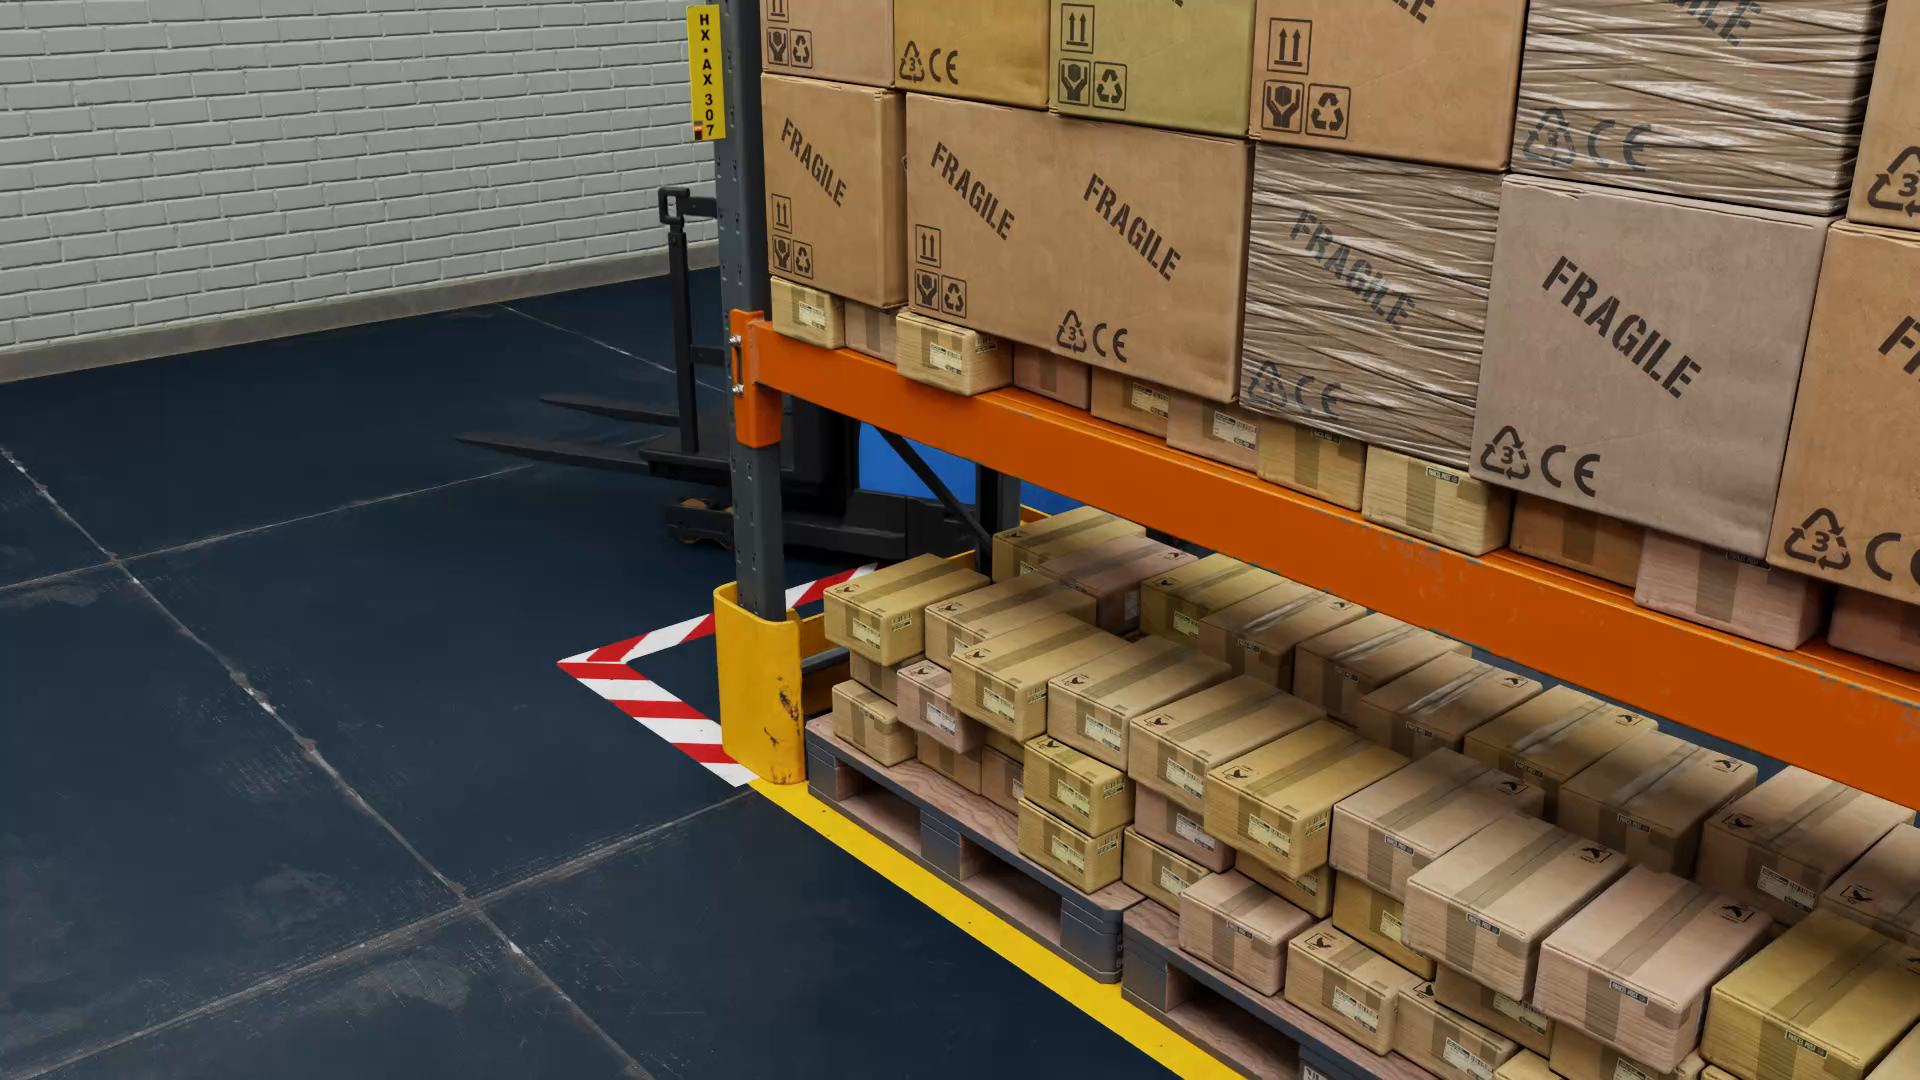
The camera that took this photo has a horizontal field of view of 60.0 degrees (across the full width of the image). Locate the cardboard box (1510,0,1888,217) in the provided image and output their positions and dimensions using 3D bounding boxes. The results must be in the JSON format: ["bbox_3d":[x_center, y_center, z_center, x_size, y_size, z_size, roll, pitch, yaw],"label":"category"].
[{"bbox_3d":[1.211,-0.797,2.489,0.500,0.500,0.500,-17,27,-36],"label":"cardboard box"}]

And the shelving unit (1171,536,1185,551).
[{"bbox_3d":[0.953,-0.403,6.060,0.252,1.050,0.215,10,23,18],"label":"shelving unit"}]

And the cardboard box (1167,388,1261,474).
[{"bbox_3d":[0.643,-0.273,3.411,0.380,0.149,0.250,-18,28,-38],"label":"cardboard box"}]

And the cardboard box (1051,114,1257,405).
[{"bbox_3d":[0.539,-0.614,3.395,0.500,0.500,0.500,-17,27,-37],"label":"cardboard box"}]

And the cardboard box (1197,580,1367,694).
[{"bbox_3d":[0.821,0.253,4.244,0.380,0.149,0.250,-19,28,-39],"label":"cardboard box"}]

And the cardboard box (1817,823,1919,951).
[{"bbox_3d":[1.795,0.701,3.098,0.380,0.149,0.250,-18,28,-39],"label":"cardboard box"}]

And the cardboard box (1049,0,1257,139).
[{"bbox_3d":[0.525,-1.076,3.202,0.500,0.500,0.500,-18,28,-39],"label":"cardboard box"}]

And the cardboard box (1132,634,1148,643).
[{"bbox_3d":[0.678,0.315,4.492,0.380,0.149,0.250,-19,28,-40],"label":"cardboard box"}]

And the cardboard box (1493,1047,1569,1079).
[{"bbox_3d":[1.198,1.025,3.088,0.380,0.149,0.250,-18,27,-38],"label":"cardboard box"}]

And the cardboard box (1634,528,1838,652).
[{"bbox_3d":[1.294,0.021,2.661,0.380,0.149,0.250,-19,28,-40],"label":"cardboard box"}]

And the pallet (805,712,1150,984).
[{"bbox_3d":[0.329,0.653,4.527,1.003,0.211,1.213,-17,27,-37],"label":"pallet"}]

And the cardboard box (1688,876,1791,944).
[{"bbox_3d":[1.638,0.759,3.359,0.380,0.149,0.250,-16,26,-35],"label":"cardboard box"}]

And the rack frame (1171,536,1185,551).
[{"bbox_3d":[0.839,-0.422,6.098,0.008,1.050,0.200,10,23,18],"label":"rack frame"}]

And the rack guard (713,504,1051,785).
[{"bbox_3d":[-0.174,0.286,5.069,1.175,0.500,0.348,-17,27,-37],"label":"rack guard"}]

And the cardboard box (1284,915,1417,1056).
[{"bbox_3d":[0.896,0.878,3.463,0.380,0.149,0.250,-17,27,-37],"label":"cardboard box"}]

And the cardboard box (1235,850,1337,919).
[{"bbox_3d":[0.825,0.648,3.642,0.380,0.149,0.250,-16,26,-35],"label":"cardboard box"}]

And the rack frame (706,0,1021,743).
[{"bbox_3d":[-0.224,-0.899,4.667,1.000,3.000,0.127,-17,27,-37],"label":"rack frame"}]

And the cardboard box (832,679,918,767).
[{"bbox_3d":[-0.124,0.454,4.546,0.380,0.149,0.250,-17,27,-36],"label":"cardboard box"}]

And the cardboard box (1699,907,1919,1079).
[{"bbox_3d":[1.483,0.806,2.831,0.380,0.149,0.250,-16,27,-36],"label":"cardboard box"}]

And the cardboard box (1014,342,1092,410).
[{"bbox_3d":[0.345,-0.428,3.809,0.380,0.149,0.250,-16,26,-35],"label":"cardboard box"}]

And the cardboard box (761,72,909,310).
[{"bbox_3d":[-0.140,-0.895,4.110,0.500,0.500,0.500,-16,26,-35],"label":"cardboard box"}]

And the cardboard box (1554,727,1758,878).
[{"bbox_3d":[1.450,0.556,3.469,0.380,0.149,0.250,-19,28,-40],"label":"cardboard box"}]

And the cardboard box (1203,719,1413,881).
[{"bbox_3d":[0.735,0.540,3.509,0.380,0.149,0.250,-17,27,-37],"label":"cardboard box"}]

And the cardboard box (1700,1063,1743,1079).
[{"bbox_3d":[1.477,0.954,2.862,0.380,0.149,0.250,-17,27,-37],"label":"cardboard box"}]

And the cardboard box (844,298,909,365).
[{"bbox_3d":[-0.063,-0.554,4.131,0.380,0.149,0.250,-16,27,-36],"label":"cardboard box"}]

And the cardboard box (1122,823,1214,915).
[{"bbox_3d":[0.599,0.718,3.871,0.380,0.149,0.250,-17,27,-37],"label":"cardboard box"}]

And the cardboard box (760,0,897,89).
[{"bbox_3d":[-0.132,-1.363,3.934,0.500,0.500,0.500,-18,27,-38],"label":"cardboard box"}]

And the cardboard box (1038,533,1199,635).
[{"bbox_3d":[0.434,0.125,4.570,0.380,0.149,0.250,-17,27,-36],"label":"cardboard box"}]

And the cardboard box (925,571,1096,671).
[{"bbox_3d":[0.132,0.229,4.304,0.380,0.149,0.250,-17,27,-36],"label":"cardboard box"}]

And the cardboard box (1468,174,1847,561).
[{"bbox_3d":[1.196,-0.327,2.661,0.500,0.500,0.500,-18,27,-38],"label":"cardboard box"}]

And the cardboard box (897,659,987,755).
[{"bbox_3d":[0.060,0.389,4.303,0.380,0.149,0.250,-18,27,-38],"label":"cardboard box"}]

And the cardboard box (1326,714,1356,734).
[{"bbox_3d":[1.025,0.455,4.134,0.380,0.149,0.250,-17,27,-37],"label":"cardboard box"}]

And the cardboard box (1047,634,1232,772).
[{"bbox_3d":[0.424,0.378,3.924,0.380,0.149,0.250,-19,28,-40],"label":"cardboard box"}]

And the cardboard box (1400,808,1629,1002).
[{"bbox_3d":[1.051,0.682,3.148,0.380,0.149,0.250,-19,28,-39],"label":"cardboard box"}]

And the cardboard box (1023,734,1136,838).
[{"bbox_3d":[0.372,0.532,3.937,0.380,0.149,0.250,-16,27,-36],"label":"cardboard box"}]

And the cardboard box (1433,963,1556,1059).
[{"bbox_3d":[1.136,0.809,3.231,0.380,0.149,0.250,-19,28,-40],"label":"cardboard box"}]

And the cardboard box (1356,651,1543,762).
[{"bbox_3d":[1.126,0.413,3.835,0.380,0.149,0.250,-19,28,-39],"label":"cardboard box"}]

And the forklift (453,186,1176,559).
[{"bbox_3d":[-0.599,-1.496,6.285,3.031,2.935,1.130,8,23,20],"label":"forklift"}]

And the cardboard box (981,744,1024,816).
[{"bbox_3d":[0.276,0.573,4.240,0.380,0.149,0.250,-17,27,-37],"label":"cardboard box"}]

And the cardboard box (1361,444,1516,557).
[{"bbox_3d":[0.949,-0.115,3.010,0.380,0.149,0.250,-17,27,-36],"label":"cardboard box"}]
